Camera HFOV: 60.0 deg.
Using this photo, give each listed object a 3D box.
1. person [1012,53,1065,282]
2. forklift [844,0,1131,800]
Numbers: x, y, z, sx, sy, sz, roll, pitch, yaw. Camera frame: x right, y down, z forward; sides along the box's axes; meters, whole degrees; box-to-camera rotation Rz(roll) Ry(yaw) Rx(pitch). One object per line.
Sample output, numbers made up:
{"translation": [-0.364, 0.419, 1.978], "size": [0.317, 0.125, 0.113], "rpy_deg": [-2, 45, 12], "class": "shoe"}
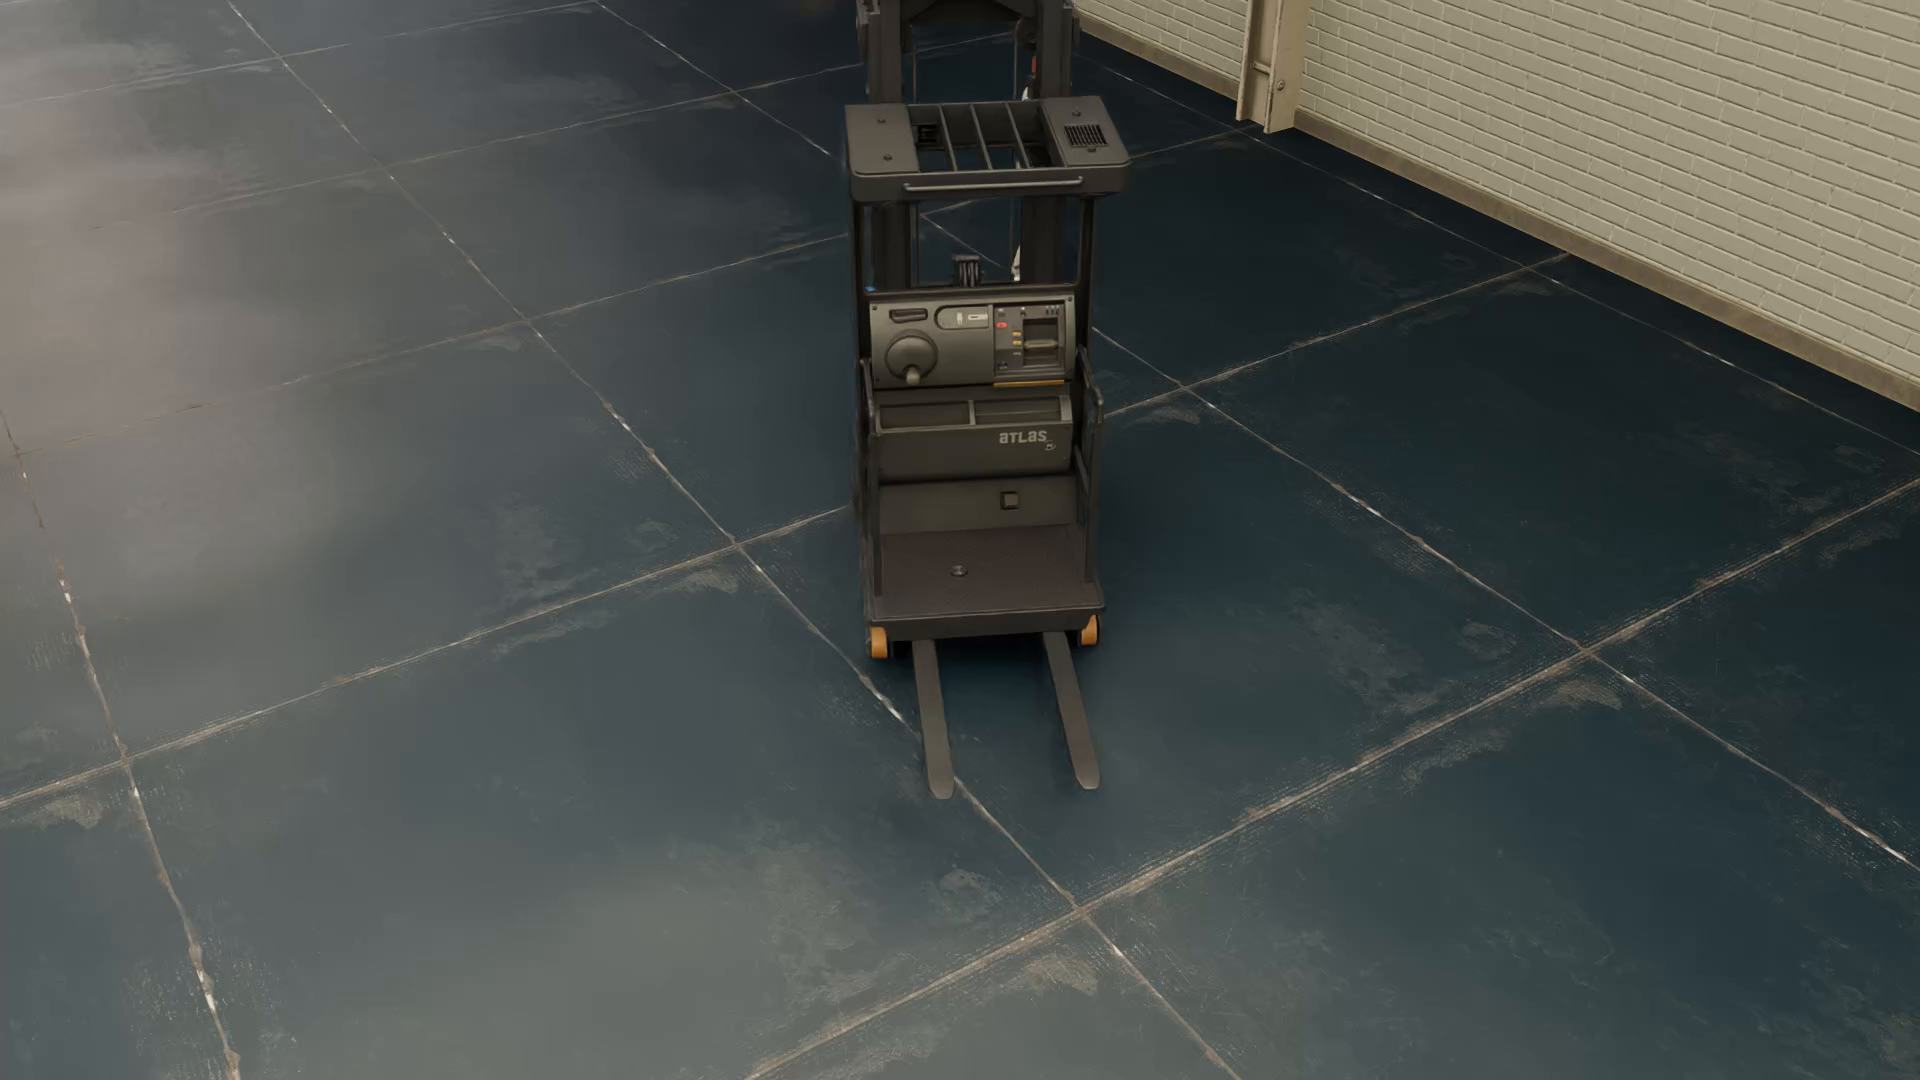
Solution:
{"translation": [0.571, -2.366, 10.687], "size": [0.455, 1.589, 0.610], "rpy_deg": [0, 35, 0], "class": "person"}
{"translation": [0.084, -0.841, 7.344], "size": [1.130, 2.935, 3.031], "rpy_deg": [-3, 35, -5], "class": "forklift"}
